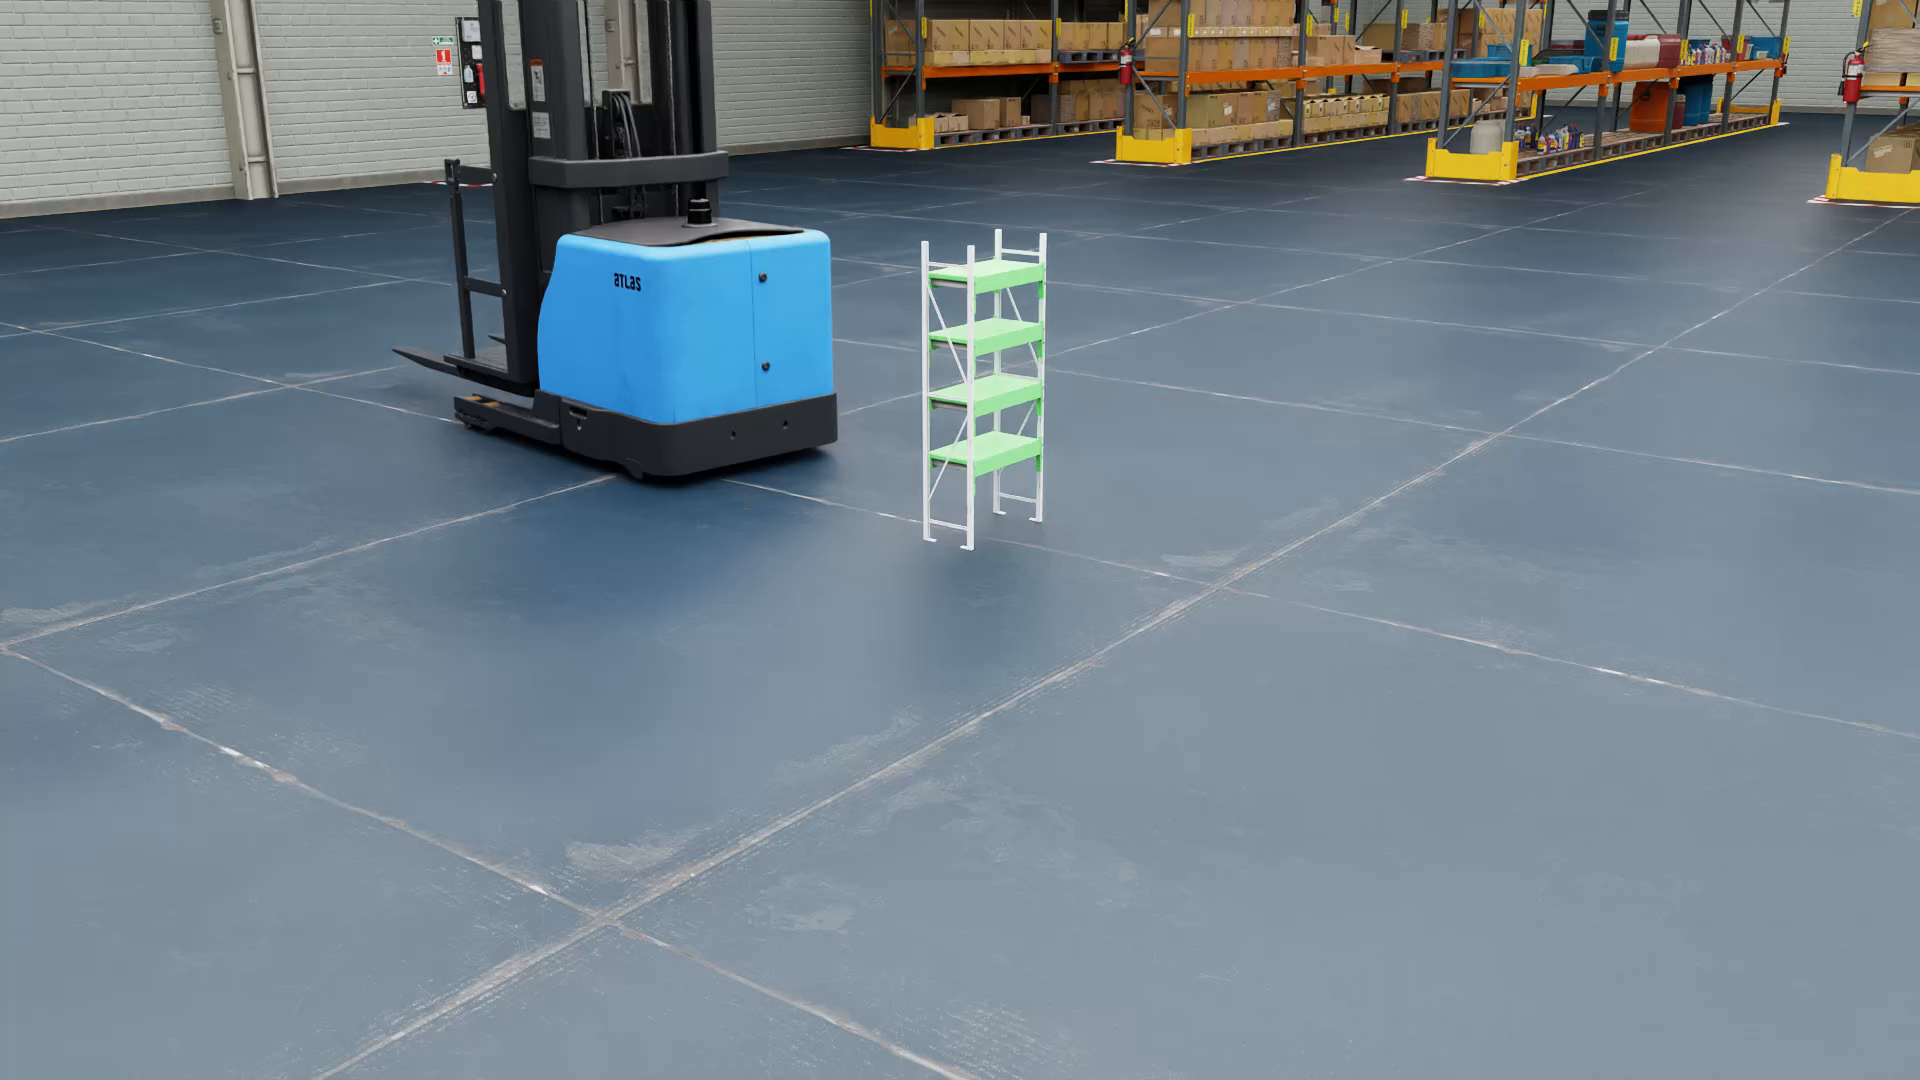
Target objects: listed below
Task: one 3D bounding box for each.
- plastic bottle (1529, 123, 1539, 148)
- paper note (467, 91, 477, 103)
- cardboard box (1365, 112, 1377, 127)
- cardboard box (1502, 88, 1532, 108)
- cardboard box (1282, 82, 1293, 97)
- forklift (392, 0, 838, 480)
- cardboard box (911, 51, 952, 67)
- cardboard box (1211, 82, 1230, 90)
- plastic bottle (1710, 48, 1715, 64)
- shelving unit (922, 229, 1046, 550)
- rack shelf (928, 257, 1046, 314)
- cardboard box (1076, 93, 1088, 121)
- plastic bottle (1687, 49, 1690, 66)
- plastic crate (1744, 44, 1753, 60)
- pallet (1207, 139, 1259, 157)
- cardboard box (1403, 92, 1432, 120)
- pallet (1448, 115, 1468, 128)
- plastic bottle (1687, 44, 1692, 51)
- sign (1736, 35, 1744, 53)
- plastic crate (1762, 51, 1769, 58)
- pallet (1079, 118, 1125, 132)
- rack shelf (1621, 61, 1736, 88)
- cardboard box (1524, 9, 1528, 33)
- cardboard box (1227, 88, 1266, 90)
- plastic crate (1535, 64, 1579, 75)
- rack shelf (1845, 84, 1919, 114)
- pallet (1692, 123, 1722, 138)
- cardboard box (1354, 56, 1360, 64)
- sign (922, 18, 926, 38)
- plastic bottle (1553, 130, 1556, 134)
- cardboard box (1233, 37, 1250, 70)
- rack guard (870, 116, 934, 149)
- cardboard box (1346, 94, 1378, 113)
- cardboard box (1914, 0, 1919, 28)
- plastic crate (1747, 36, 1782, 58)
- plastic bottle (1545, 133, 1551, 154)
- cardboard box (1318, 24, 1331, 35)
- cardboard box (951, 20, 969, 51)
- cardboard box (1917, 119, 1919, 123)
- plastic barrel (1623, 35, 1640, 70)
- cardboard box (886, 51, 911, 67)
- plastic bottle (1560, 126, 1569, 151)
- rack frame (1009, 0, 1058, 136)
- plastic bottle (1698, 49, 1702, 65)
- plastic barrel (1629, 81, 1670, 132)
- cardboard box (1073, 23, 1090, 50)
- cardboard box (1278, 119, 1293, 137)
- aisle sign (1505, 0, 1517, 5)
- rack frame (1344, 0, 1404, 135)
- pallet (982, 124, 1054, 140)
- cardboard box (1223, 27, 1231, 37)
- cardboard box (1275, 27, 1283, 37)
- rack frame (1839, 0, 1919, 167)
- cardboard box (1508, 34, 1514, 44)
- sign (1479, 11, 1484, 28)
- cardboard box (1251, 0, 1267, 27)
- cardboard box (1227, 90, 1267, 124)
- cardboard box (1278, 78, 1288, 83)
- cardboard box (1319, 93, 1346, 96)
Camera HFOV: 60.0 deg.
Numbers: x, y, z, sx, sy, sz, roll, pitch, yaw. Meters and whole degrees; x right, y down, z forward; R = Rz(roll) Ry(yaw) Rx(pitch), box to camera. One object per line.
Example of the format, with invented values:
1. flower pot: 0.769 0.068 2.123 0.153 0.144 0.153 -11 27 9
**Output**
1. plastic bottle: 8.614 -6.088 25.016 0.144 0.351 0.185 12 21 35
2. paper note: -6.544 -5.944 22.311 0.016 0.148 0.142 12 21 35
3. cardboard box: 7.298 -7.712 30.449 0.500 0.250 0.500 12 21 34
4. cardboard box: 12.360 -9.865 36.927 0.500 0.500 0.500 12 21 35
5. cardboard box: 7.260 -10.352 38.526 0.700 0.500 0.500 13 21 36
6. forklift: -1.974 -2.032 8.345 1.130 2.935 3.031 -16 23 -41
7. cardboard box: -0.482 -8.084 27.936 0.500 0.250 0.500 12 21 33
8. cardboard box: 5.312 -9.728 35.928 0.750 0.750 0.750 13 22 36
9. plastic bottle: 13.585 -8.776 30.155 0.152 0.276 0.135 12 21 35
10. shelving unit: 0.099 -0.612 6.693 0.258 1.200 0.503 12 21 35
11. rack shelf: 0.099 -1.010 6.569 0.258 0.148 0.480 12 21 35
12. cardboard box: 2.048 -8.365 32.096 0.700 0.500 0.500 12 21 34
13. plastic bottle: 12.605 -8.365 28.819 0.061 0.283 0.133 12 21 35
14. plastic crate: 15.137 -9.496 32.365 0.437 0.282 0.530 12 21 35
15. pallet: 4.102 -6.358 26.863 1.003 0.211 1.213 12 21 35
16. cardboard box: 8.831 -8.435 32.322 0.500 0.500 0.500 12 21 34
17. pallet: 9.649 -8.537 33.879 1.003 0.211 1.213 12 21 35
18. plastic bottle: 12.935 -8.625 29.544 0.144 0.351 0.185 12 21 35
19. sign: 14.519 -9.228 30.934 0.100 0.325 0.005 12 21 35
20. plastic crate: 16.122 -9.822 33.659 0.396 0.136 0.243 12 21 35
21. pallet: 2.545 -8.184 32.742 1.003 0.211 1.213 12 21 35
22. rack shelf: 12.887 -8.373 29.862 1.077 0.370 4.000 12 21 35
23. cardboard box: 11.836 -11.148 35.730 0.500 0.500 0.500 13 22 36
24. cardboard box: 4.809 -7.354 28.032 0.500 0.500 0.500 12 21 35
25. plastic crate: 8.548 -6.730 23.803 0.530 0.136 0.437 12 21 35
26. rack shelf: 12.098 -5.593 20.908 1.077 0.370 4.000 12 21 35
27. pallet: 13.586 -7.685 31.135 1.003 0.211 1.213 12 21 35
28. cardboard box: 7.005 -8.683 30.070 0.380 0.149 0.250 14 22 39
29. sign: -0.592 -8.403 27.286 0.100 0.325 0.005 12 21 35
30. plastic bottle: 8.755 -5.886 24.477 0.061 0.283 0.133 12 21 35
31. cardboard box: 4.162 -7.737 26.432 0.700 0.500 0.500 13 22 36
32. rack guard: -0.982 -6.910 28.152 1.175 0.500 0.348 12 21 35
33. cardboard box: 7.301 -7.979 30.361 0.500 0.311 0.500 12 21 34
34. cardboard box: 11.453 -6.210 19.327 0.500 0.500 0.500 12 21 35
35. plastic crate: 16.413 -10.079 33.980 0.616 0.435 0.499 12 21 35
36. plastic bottle: 8.409 -5.675 23.800 0.061 0.283 0.133 13 21 36
37. cardboard box: 8.210 -11.917 39.554 0.980 0.700 0.700 14 22 37
38. cardboard box: -0.199 -8.558 28.200 0.500 0.500 0.500 12 21 35
39. cardboard box: 13.673 -5.571 23.100 0.700 0.500 0.500 11 20 31
40. plastic barrel: 10.495 -7.716 26.305 0.433 0.535 0.433 0 17 0
41. cardboard box: -0.905 -8.169 28.211 0.500 0.250 0.500 13 21 35
42. plastic bottle: 8.853 -5.906 24.429 0.144 0.351 0.185 12 21 34
43. rack frame: 1.356 -9.038 30.791 1.000 3.000 0.127 12 21 35
44. plastic bottle: 13.039 -8.557 29.452 0.152 0.276 0.135 12 21 35
45. plastic barrel: 11.973 -7.524 28.866 0.600 0.830 0.708 12 21 35
46. cardboard box: 2.025 -9.543 31.507 0.700 0.500 0.500 15 23 40
47. cardboard box: 5.235 -6.902 27.841 0.500 0.250 0.500 12 21 35
48. aisle sign: 12.291 -12.332 37.013 0.394 0.787 0.004 12 21 35
49. rack frame: 7.720 -9.117 31.043 1.000 3.000 0.127 12 21 35
50. pallet: 0.984 -7.540 30.670 1.003 0.211 1.213 12 21 35
51. cardboard box: 3.974 -7.870 25.767 0.380 0.149 0.250 12 21 33
52. cardboard box: 5.043 -8.297 27.143 0.380 0.149 0.250 12 21 33
53. rack frame: 10.907 -5.460 19.267 1.000 3.000 0.127 12 21 35
54. cardboard box: 11.530 -10.553 35.500 0.500 0.500 0.500 12 21 34
55. sign: 10.551 -10.525 33.626 0.100 0.325 0.005 12 21 35
56. cardboard box: 4.478 -8.485 26.652 0.700 0.500 0.500 12 21 35
57. cardboard box: 4.633 -7.024 26.967 0.500 0.500 0.500 12 21 35
58. cardboard box: 7.312 -10.594 38.214 0.380 0.149 0.250 12 21 33
59. cardboard box: 6.865 -8.072 30.663 0.500 0.311 0.500 12 21 33
